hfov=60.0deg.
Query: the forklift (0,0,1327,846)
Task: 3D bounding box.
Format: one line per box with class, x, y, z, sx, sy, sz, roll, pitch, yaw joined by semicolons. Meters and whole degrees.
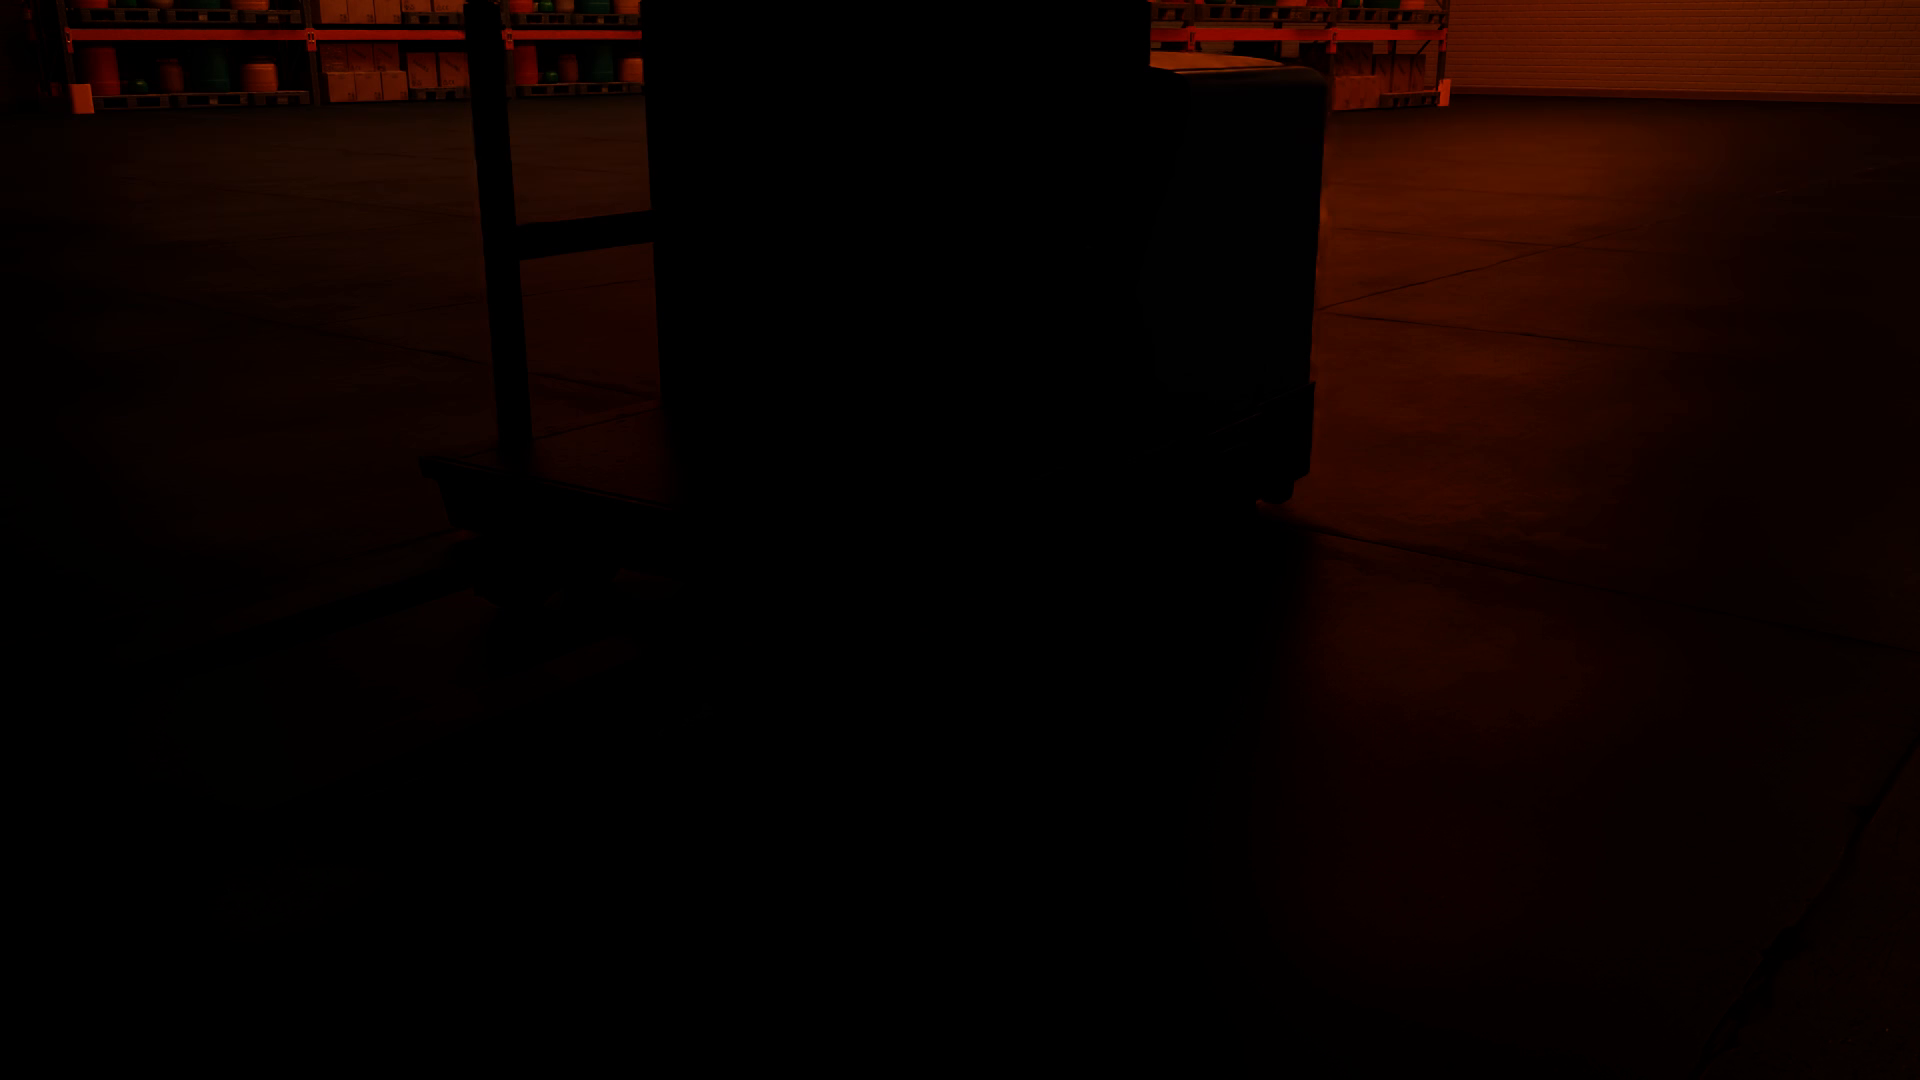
forklift;-0.346;-1.246;3.001;1.130;2.935;3.031;11;20;33
